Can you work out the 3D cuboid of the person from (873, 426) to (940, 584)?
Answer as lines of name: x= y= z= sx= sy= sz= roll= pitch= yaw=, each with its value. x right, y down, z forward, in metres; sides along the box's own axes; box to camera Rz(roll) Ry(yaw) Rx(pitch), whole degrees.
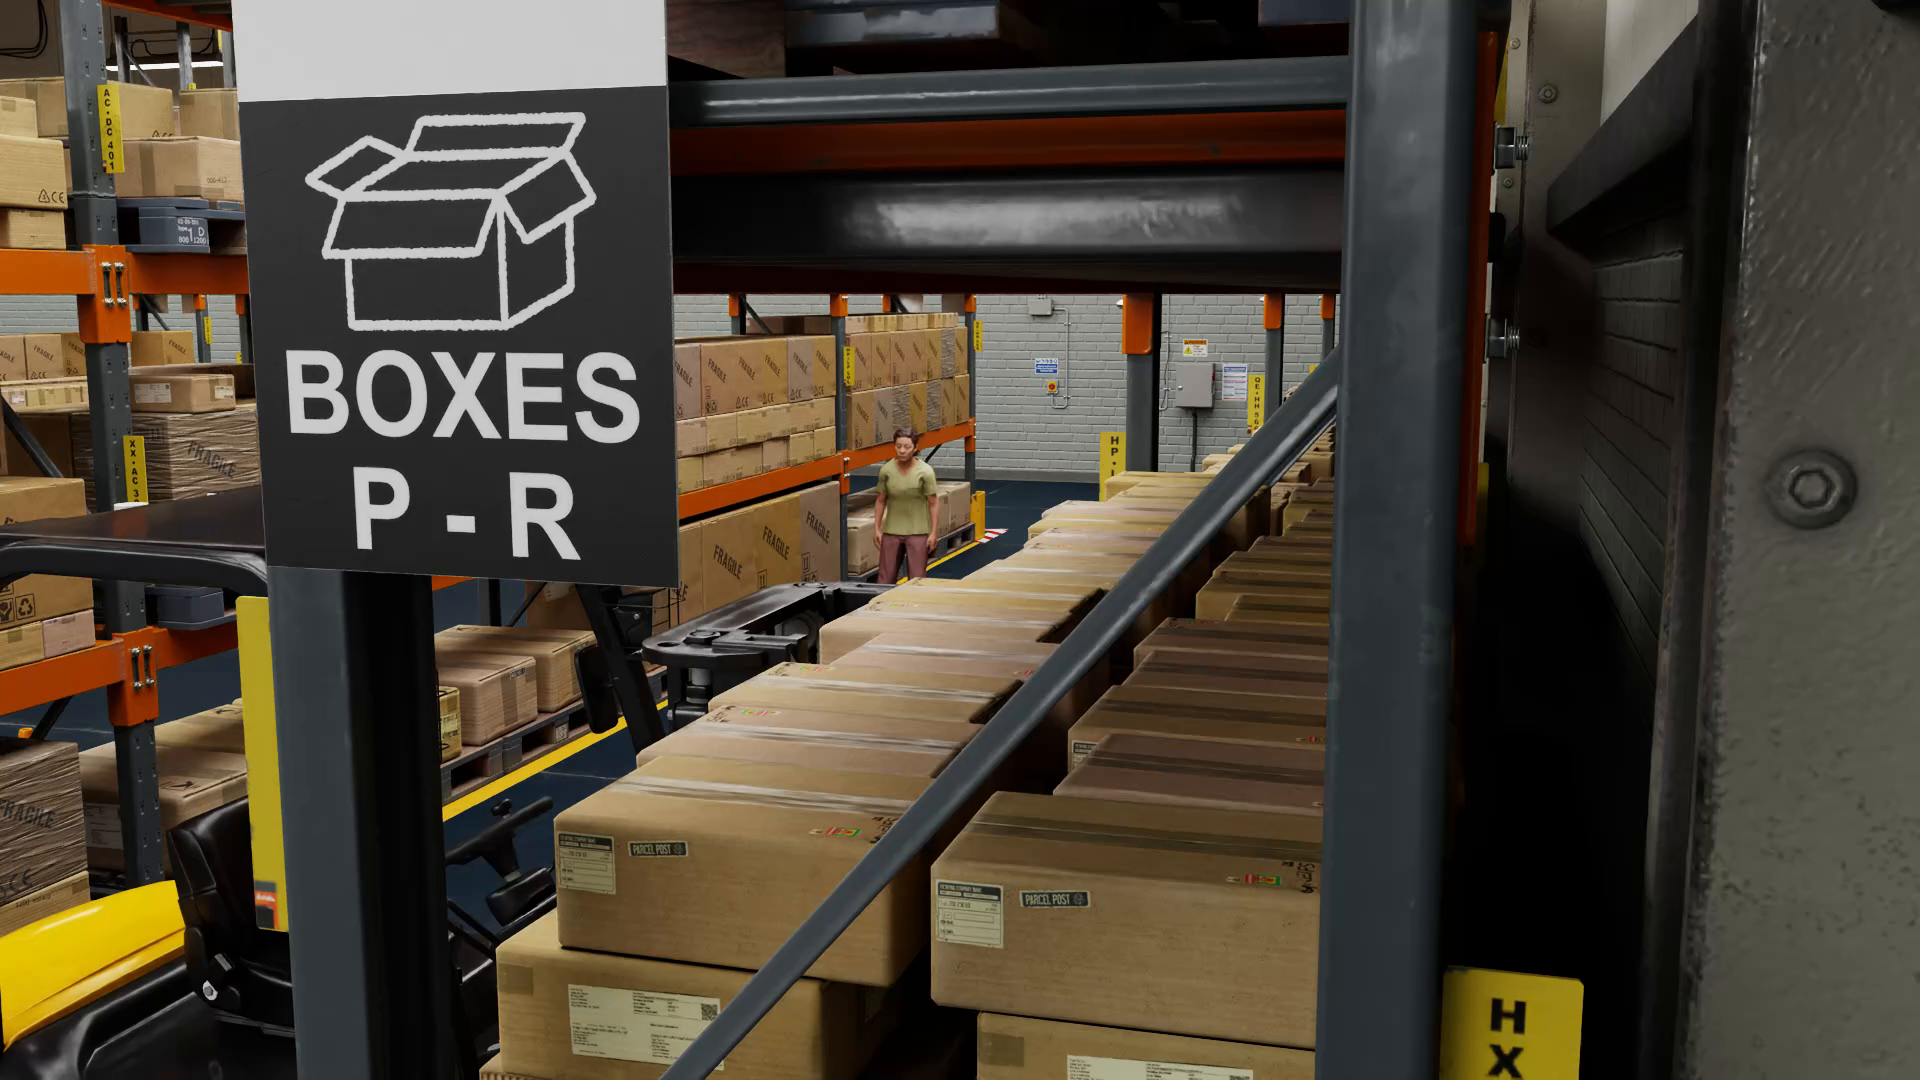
person: x=-0.416 y=-0.023 z=12.499 sx=0.512 sy=1.671 sz=0.358 roll=2 pitch=9 yaw=13
